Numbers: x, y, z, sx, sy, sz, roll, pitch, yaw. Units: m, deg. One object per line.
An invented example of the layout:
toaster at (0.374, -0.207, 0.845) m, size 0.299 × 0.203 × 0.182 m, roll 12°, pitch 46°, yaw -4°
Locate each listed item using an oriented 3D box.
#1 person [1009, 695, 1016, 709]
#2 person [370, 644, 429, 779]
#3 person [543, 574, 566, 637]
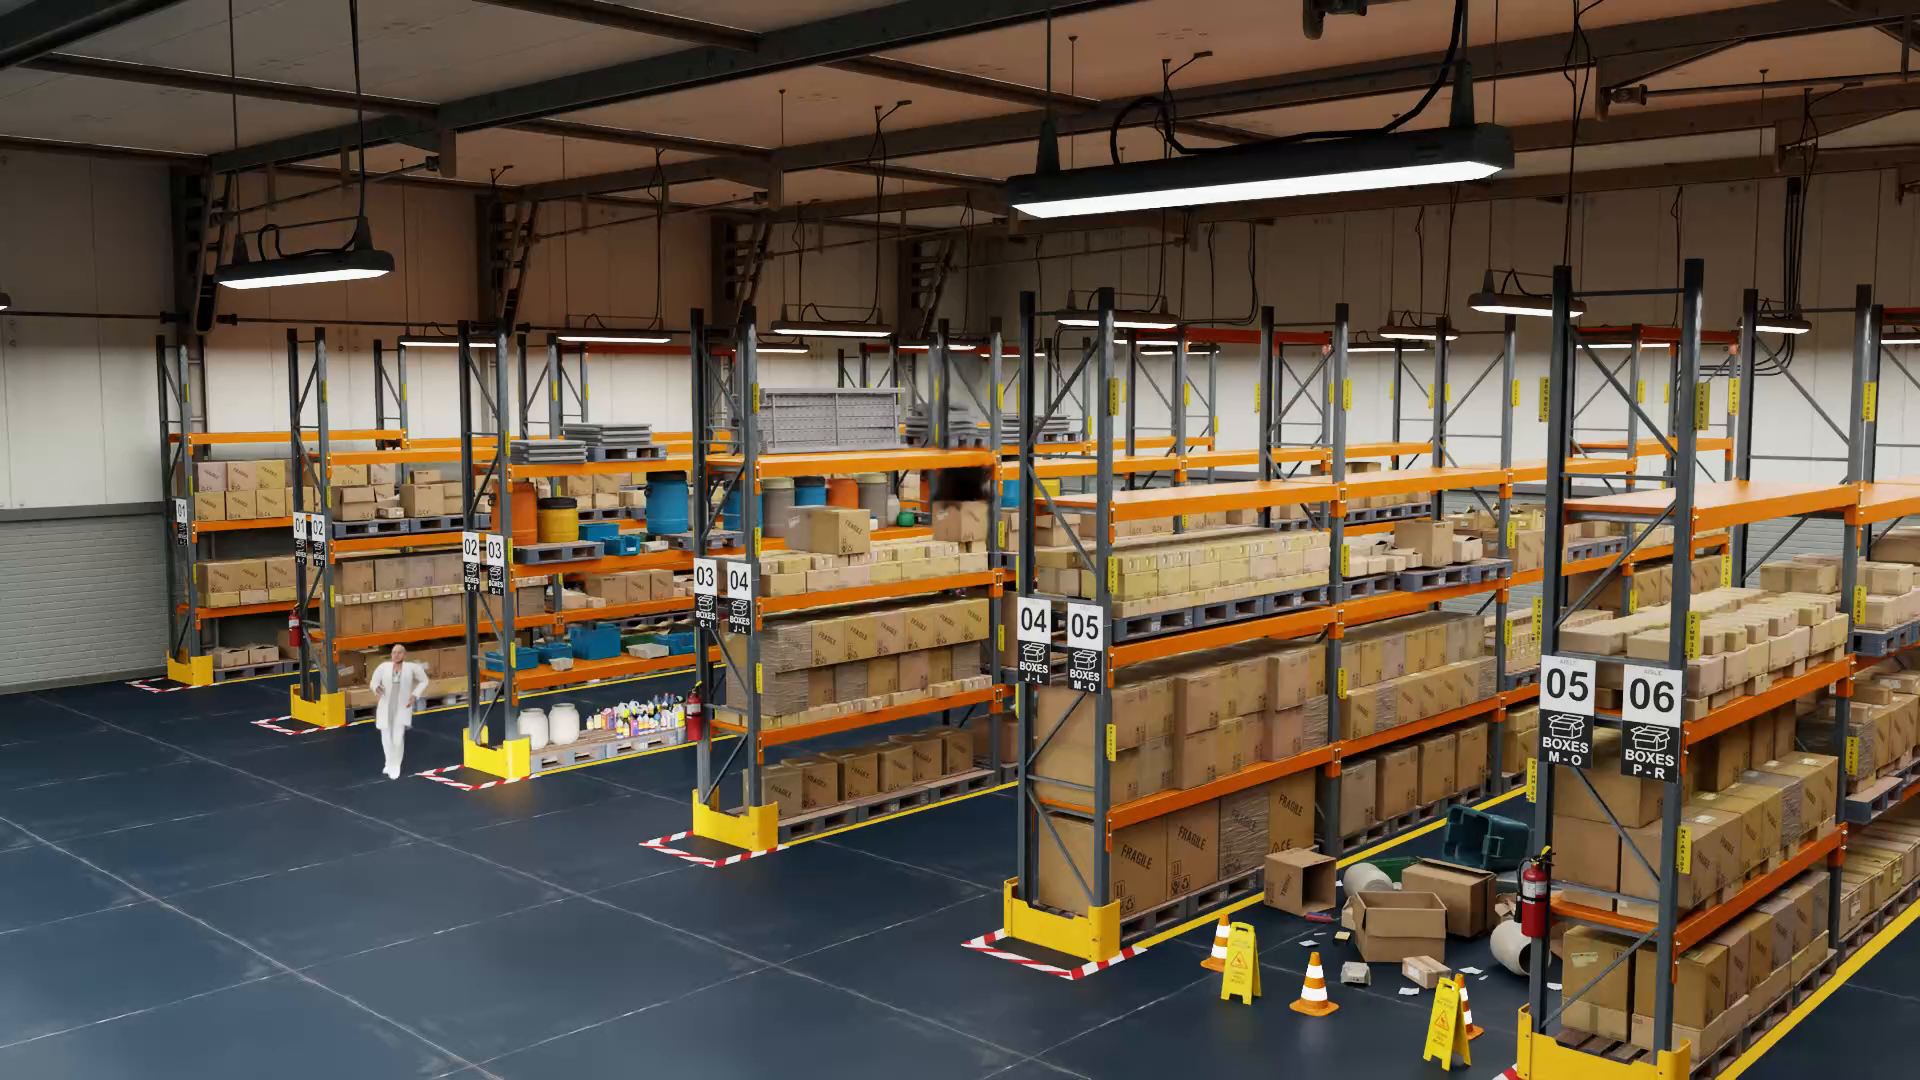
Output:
person at (1.011, 1.863, 26.512) m, size 0.574 × 1.628 × 0.758 m, roll 4°, pitch 7°, yaw 34°
person at (-7.368, 2.260, 21.788) m, size 0.710 × 1.790 × 0.756 m, roll 0°, pitch 5°, yaw -4°
person at (-7.581, 1.401, 31.305) m, size 0.562 × 1.655 × 0.589 m, roll 4°, pitch 6°, yaw 33°
